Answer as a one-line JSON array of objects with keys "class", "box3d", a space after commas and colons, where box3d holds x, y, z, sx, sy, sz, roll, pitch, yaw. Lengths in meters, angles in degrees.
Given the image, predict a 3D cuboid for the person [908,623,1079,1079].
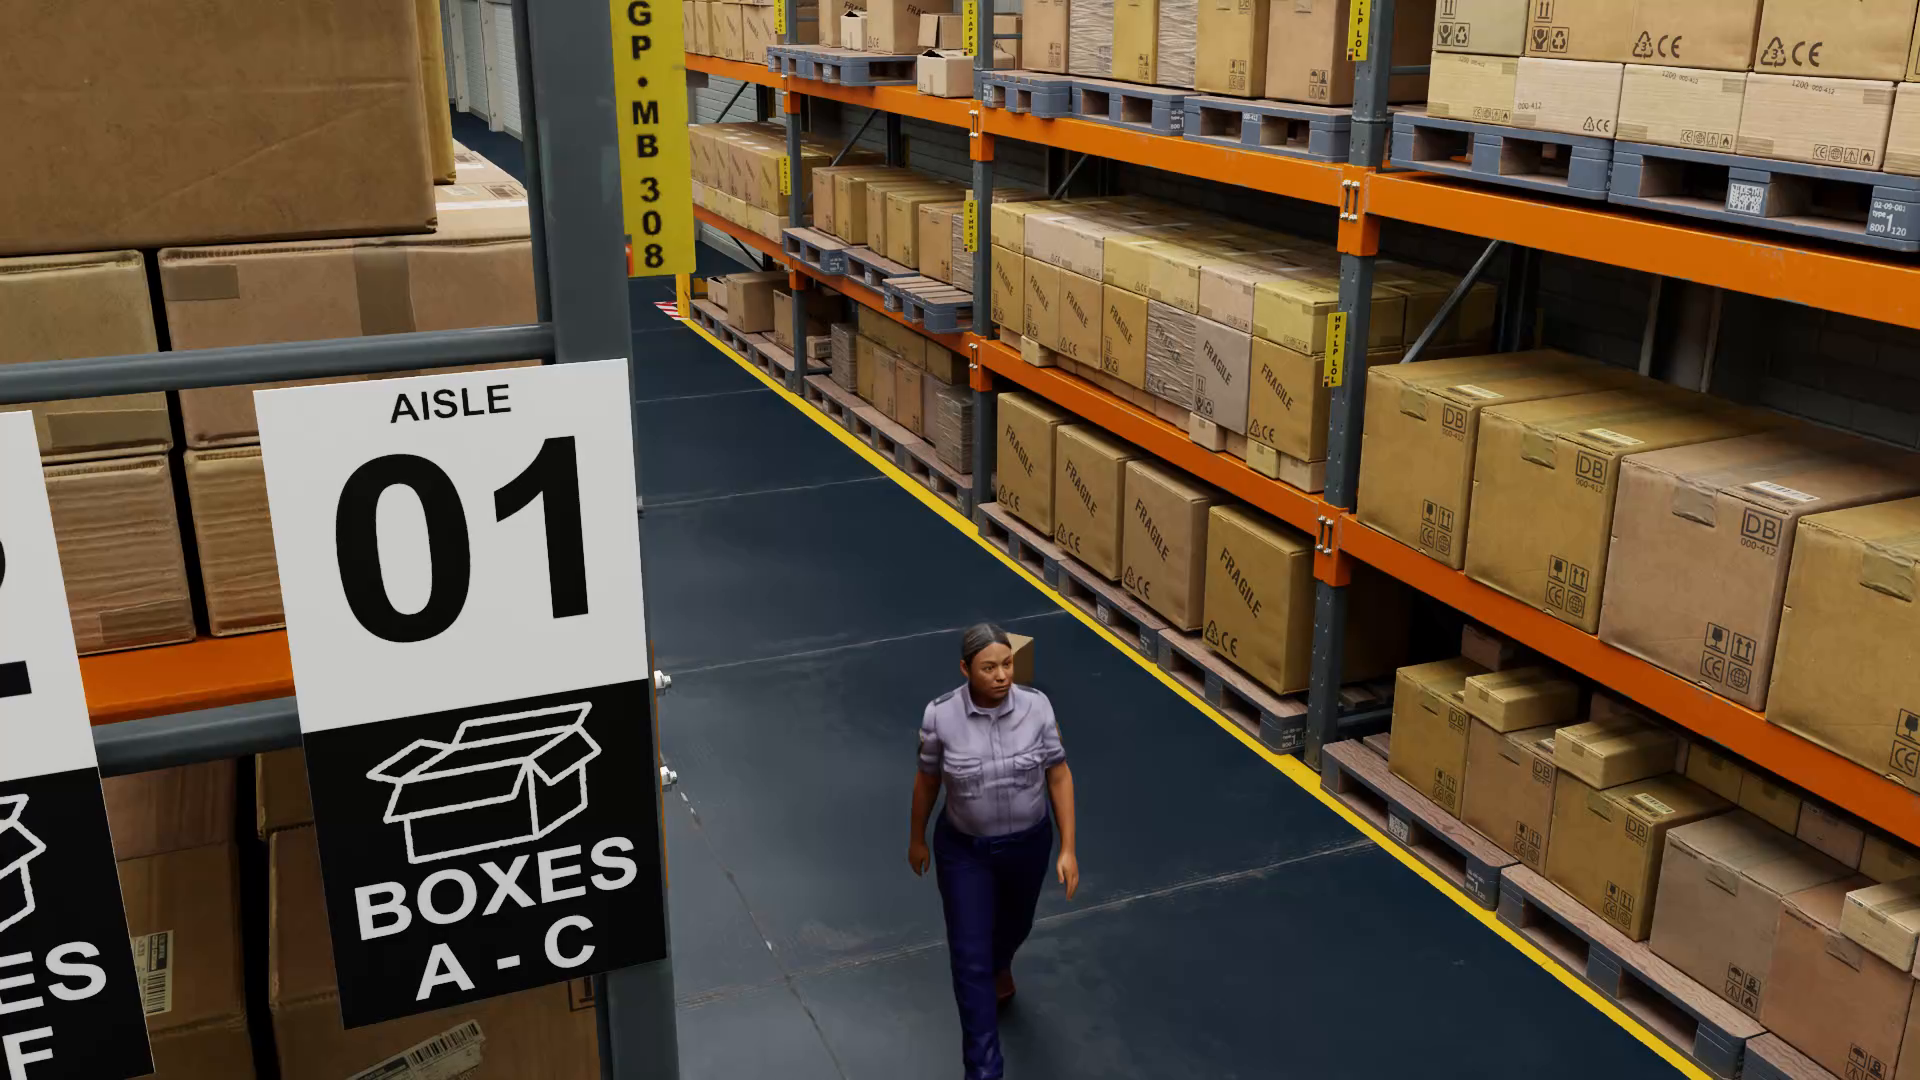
[{"class": "person", "box3d": [0.116, 1.036, 5.573, 0.528, 1.596, 0.996, -4, 19, -11]}]
